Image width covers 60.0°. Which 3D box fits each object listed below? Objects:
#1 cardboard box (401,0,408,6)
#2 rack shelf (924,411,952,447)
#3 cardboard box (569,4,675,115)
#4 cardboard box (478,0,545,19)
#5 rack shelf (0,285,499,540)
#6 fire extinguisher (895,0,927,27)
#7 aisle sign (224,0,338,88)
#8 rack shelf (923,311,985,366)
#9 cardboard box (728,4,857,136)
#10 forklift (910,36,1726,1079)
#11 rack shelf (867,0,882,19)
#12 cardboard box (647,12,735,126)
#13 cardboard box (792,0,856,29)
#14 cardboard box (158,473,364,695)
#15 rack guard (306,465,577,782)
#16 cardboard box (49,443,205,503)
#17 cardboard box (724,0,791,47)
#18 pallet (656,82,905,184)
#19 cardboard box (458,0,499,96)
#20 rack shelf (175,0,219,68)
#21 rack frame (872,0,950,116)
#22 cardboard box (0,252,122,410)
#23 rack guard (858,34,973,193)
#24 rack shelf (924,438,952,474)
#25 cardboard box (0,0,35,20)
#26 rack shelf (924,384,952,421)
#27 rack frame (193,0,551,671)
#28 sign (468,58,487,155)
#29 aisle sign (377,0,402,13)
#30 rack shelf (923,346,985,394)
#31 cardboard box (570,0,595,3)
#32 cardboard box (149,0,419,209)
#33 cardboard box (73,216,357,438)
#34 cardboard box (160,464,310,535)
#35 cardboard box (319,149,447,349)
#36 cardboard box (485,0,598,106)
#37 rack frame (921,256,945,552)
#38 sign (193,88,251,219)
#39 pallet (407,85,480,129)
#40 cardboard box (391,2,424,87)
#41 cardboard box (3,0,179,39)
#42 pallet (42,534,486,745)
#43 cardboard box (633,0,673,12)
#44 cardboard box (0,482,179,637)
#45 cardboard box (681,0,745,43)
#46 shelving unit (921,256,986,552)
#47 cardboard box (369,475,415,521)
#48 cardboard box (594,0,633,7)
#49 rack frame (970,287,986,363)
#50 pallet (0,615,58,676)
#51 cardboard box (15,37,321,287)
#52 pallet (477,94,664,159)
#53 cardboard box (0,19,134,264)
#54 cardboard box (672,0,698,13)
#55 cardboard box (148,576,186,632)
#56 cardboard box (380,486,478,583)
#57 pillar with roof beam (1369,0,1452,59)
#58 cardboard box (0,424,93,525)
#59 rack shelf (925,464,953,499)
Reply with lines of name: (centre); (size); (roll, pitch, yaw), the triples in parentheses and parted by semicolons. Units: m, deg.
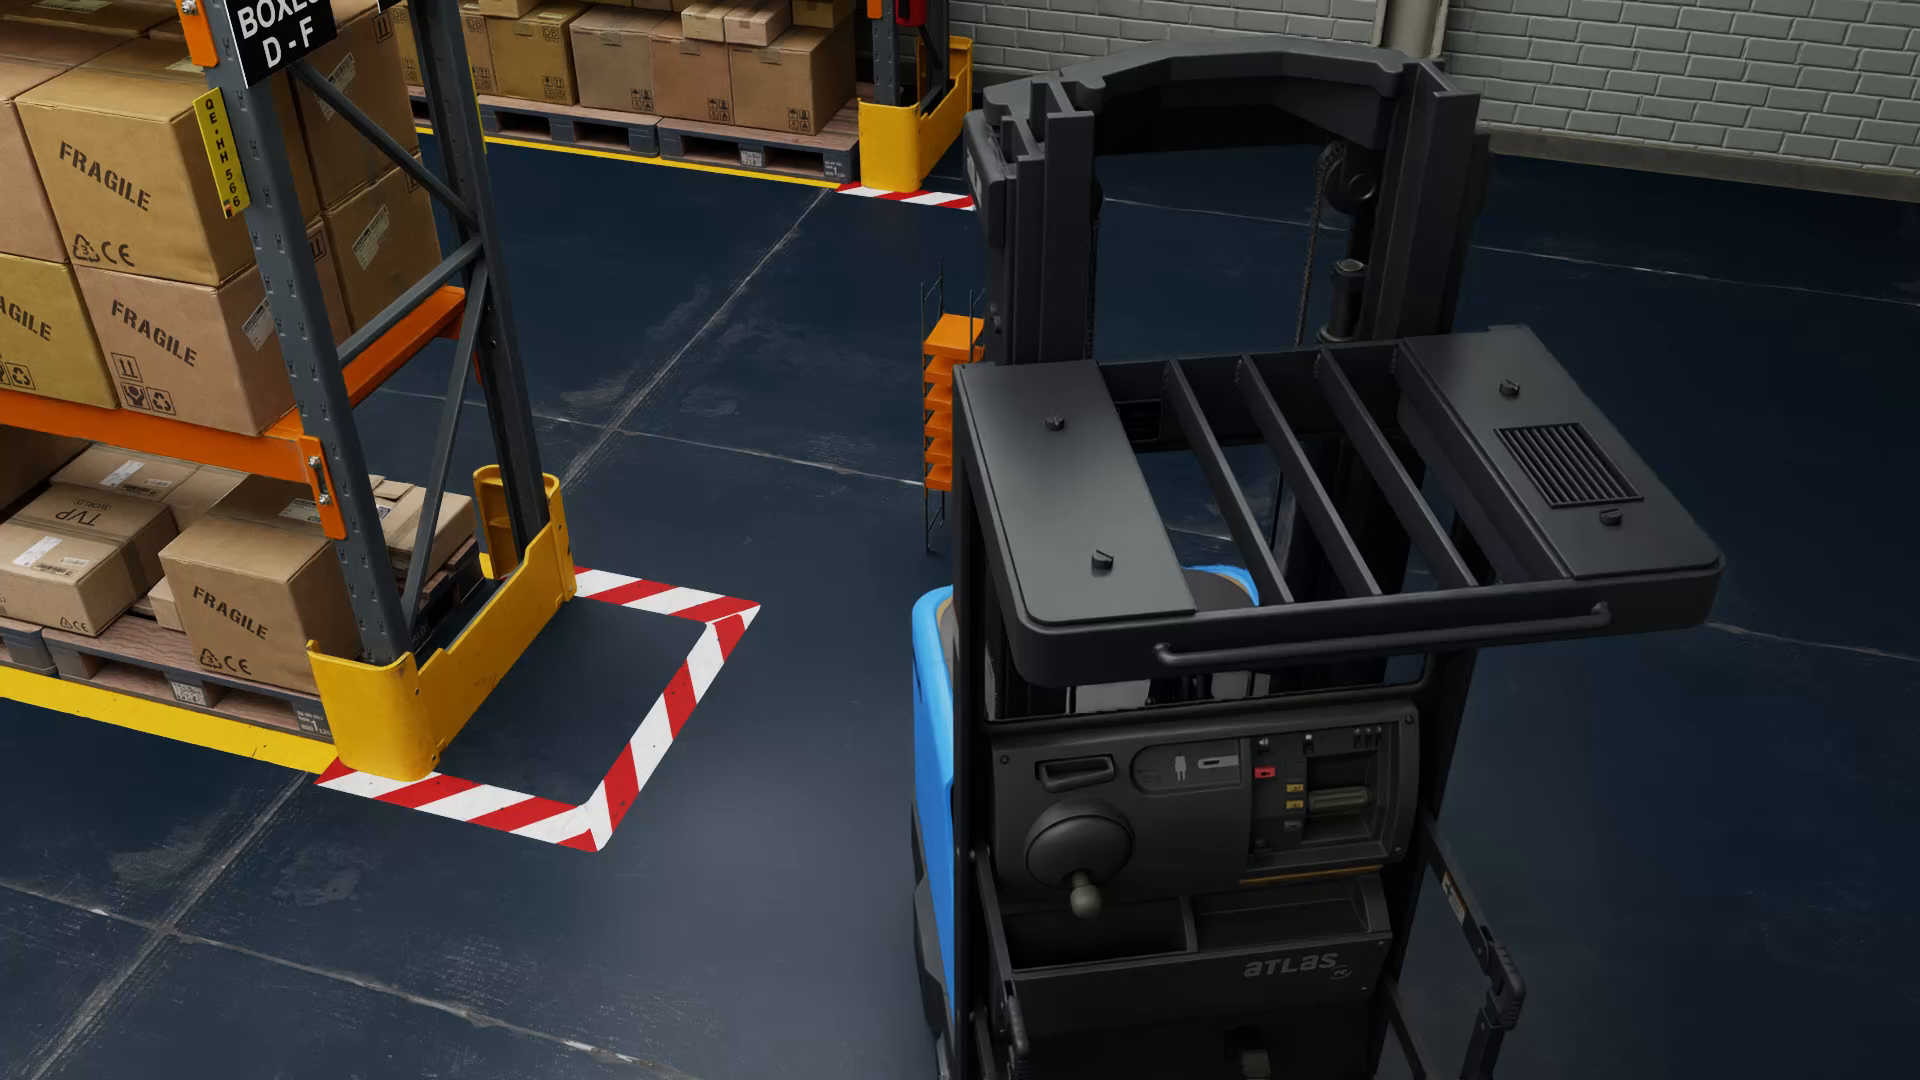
cardboard box: (-3.131, -3.306, 9.918); (0.250, 0.149, 0.380); (12, 38, 15)
rack shelf: (-0.014, -0.450, 6.424); (0.180, 0.103, 0.258); (10, 38, 14)
cardboard box: (-1.925, -2.935, 9.962); (0.500, 0.500, 0.700); (9, 37, 12)
cardboard box: (-2.633, -3.214, 9.793); (0.250, 0.149, 0.380); (9, 37, 13)
rack shelf: (-3.652, -0.789, 5.899); (4.000, 0.370, 1.077); (10, 38, 14)
fire extinguisher: (-0.263, -3.060, 8.757); (0.183, 0.674, 0.296); (10, 38, 14)
aisle sign: (-1.769, -1.587, 4.183); (0.004, 0.787, 0.394); (10, 38, 14)
rack shelf: (-0.014, -0.740, 6.211); (0.180, 0.103, 0.258); (10, 38, 14)
cardboard box: (-0.967, -2.759, 9.722); (0.500, 0.500, 0.700); (10, 38, 14)
forklift: (0.564, 0.646, 3.400); (1.130, 2.935, 3.031); (-5, 37, -6)
rack shelf: (-2.178, -3.593, 9.708); (4.000, 0.370, 1.077); (10, 38, 14)
cardboard box: (-1.445, -2.847, 9.842); (0.500, 0.500, 0.700); (10, 38, 14)
cardboard box: (-0.788, -3.111, 9.653); (0.250, 0.149, 0.380); (11, 38, 14)
cardboard box: (-2.335, 0.147, 5.757); (0.500, 0.500, 0.500); (10, 38, 14)
rack guard: (-1.815, 0.268, 5.964); (0.348, 0.500, 1.175); (10, 38, 14)
cardboard box: (-3.132, -0.229, 6.479); (0.500, 0.250, 0.500); (10, 38, 14)
cardboard box: (-1.144, -2.939, 9.420); (0.250, 0.149, 0.380); (10, 38, 13)
pallet: (-1.056, -2.503, 9.973); (1.213, 0.211, 1.003); (10, 38, 14)
cardboard box: (-2.925, -3.118, 10.210); (0.500, 0.500, 0.700); (10, 38, 13)
rack shelf: (-3.652, -1.997, 5.010); (4.000, 0.370, 1.077); (10, 38, 14)
rack frame: (-0.269, -3.529, 9.014); (0.127, 3.000, 1.000); (10, 38, 14)
cardboard box: (-2.748, -0.781, 5.196); (0.500, 0.500, 0.500); (11, 38, 14)
rack guard: (-0.246, -2.518, 9.749); (0.348, 0.500, 1.175); (10, 38, 14)
rack shelf: (-0.014, -0.353, 6.495); (0.180, 0.103, 0.258); (10, 38, 14)
cardboard box: (-3.065, -1.575, 5.432); (0.500, 0.500, 0.500); (11, 38, 15)
rack shelf: (-0.014, -0.547, 6.353); (0.180, 0.103, 0.258); (10, 38, 14)
rack frame: (-1.743, -0.726, 5.205); (0.127, 3.000, 1.000); (10, 38, 14)
sign: (-1.581, -1.381, 5.366); (0.005, 0.325, 0.100); (10, 38, 14)
aisle sign: (-1.590, -1.927, 4.644); (0.004, 0.787, 0.394); (10, 38, 14)
rack shelf: (-0.014, -0.643, 6.282); (0.180, 0.103, 0.258); (10, 38, 14)
cardboard box: (-2.240, -3.379, 10.018); (0.250, 0.149, 0.380); (10, 37, 13)
cardboard box: (-2.088, -1.396, 5.188); (0.500, 0.500, 0.500); (12, 38, 15)
cardboard box: (-2.251, -0.691, 5.074); (0.500, 0.500, 0.500); (12, 38, 15)
cardboard box: (-2.654, -0.140, 6.359); (0.500, 0.250, 0.500); (10, 38, 14)
cardboard box: (-2.088, -0.993, 5.485); (0.500, 0.500, 0.500); (11, 38, 15)
cardboard box: (-2.436, -3.026, 10.085); (0.500, 0.500, 0.700); (11, 38, 15)
rack frame: (-0.101, -0.502, 6.420); (0.006, 1.200, 0.240); (10, 38, 14)
sign: (-1.927, -1.009, 4.346); (0.005, 0.325, 0.100); (10, 38, 14)
pallet: (-3.385, -2.934, 10.559); (1.213, 0.211, 1.003); (10, 38, 14)
cardboard box: (-3.404, -3.208, 10.333); (0.500, 0.500, 0.700); (11, 38, 14)
cardboard box: (-2.589, -1.484, 5.308); (0.500, 0.500, 0.500); (11, 38, 14)
pallet: (-2.576, 0.244, 6.241); (1.213, 0.211, 1.003); (10, 38, 14)
cardboard box: (-1.754, -3.289, 9.895); (0.250, 0.149, 0.380); (11, 38, 15)
cardboard box: (-3.233, 0.063, 6.082); (0.500, 0.250, 0.500); (10, 38, 14)
cardboard box: (-1.388, -2.984, 9.481); (0.250, 0.149, 0.380); (11, 38, 15)
shelving unit: (-0.014, -0.486, 6.398); (0.189, 1.200, 0.258); (10, 38, 14)
cardboard box: (-2.278, -0.074, 6.339); (0.250, 0.166, 0.380); (10, 38, 14)
cardboard box: (-1.999, -3.334, 9.956); (0.250, 0.149, 0.380); (11, 38, 14)
rack frame: (0.074, -0.470, 6.376); (0.006, 1.200, 0.240); (10, 38, 14)
pallet: (-3.737, 0.027, 6.535); (1.213, 0.211, 1.003); (10, 38, 14)
cardboard box: (-2.249, -1.092, 4.775); (0.500, 0.500, 0.500); (10, 38, 13)
pallet: (-2.216, -2.720, 10.267); (1.213, 0.211, 1.003); (10, 38, 14)
cardboard box: (-2.732, -1.180, 4.895); (0.500, 0.500, 0.500); (12, 38, 15)
cardboard box: (-1.511, -3.244, 9.835); (0.250, 0.149, 0.380); (11, 38, 14)
cardboard box: (-2.695, 0.159, 6.022); (0.250, 0.166, 0.380); (10, 38, 14)
cardboard box: (-2.040, -0.023, 6.285); (0.250, 0.149, 0.380); (10, 38, 14)
pillar with roof beam: (1.282, -3.521, 3.943); (0.400, 9.000, 9.100); (10, 38, 14)
cardboard box: (-3.766, -0.275, 6.328); (0.637, 0.503, 0.797); (10, 38, 14)
rack shelf: (-0.014, -0.257, 6.566); (0.180, 0.103, 0.258); (10, 38, 14)
